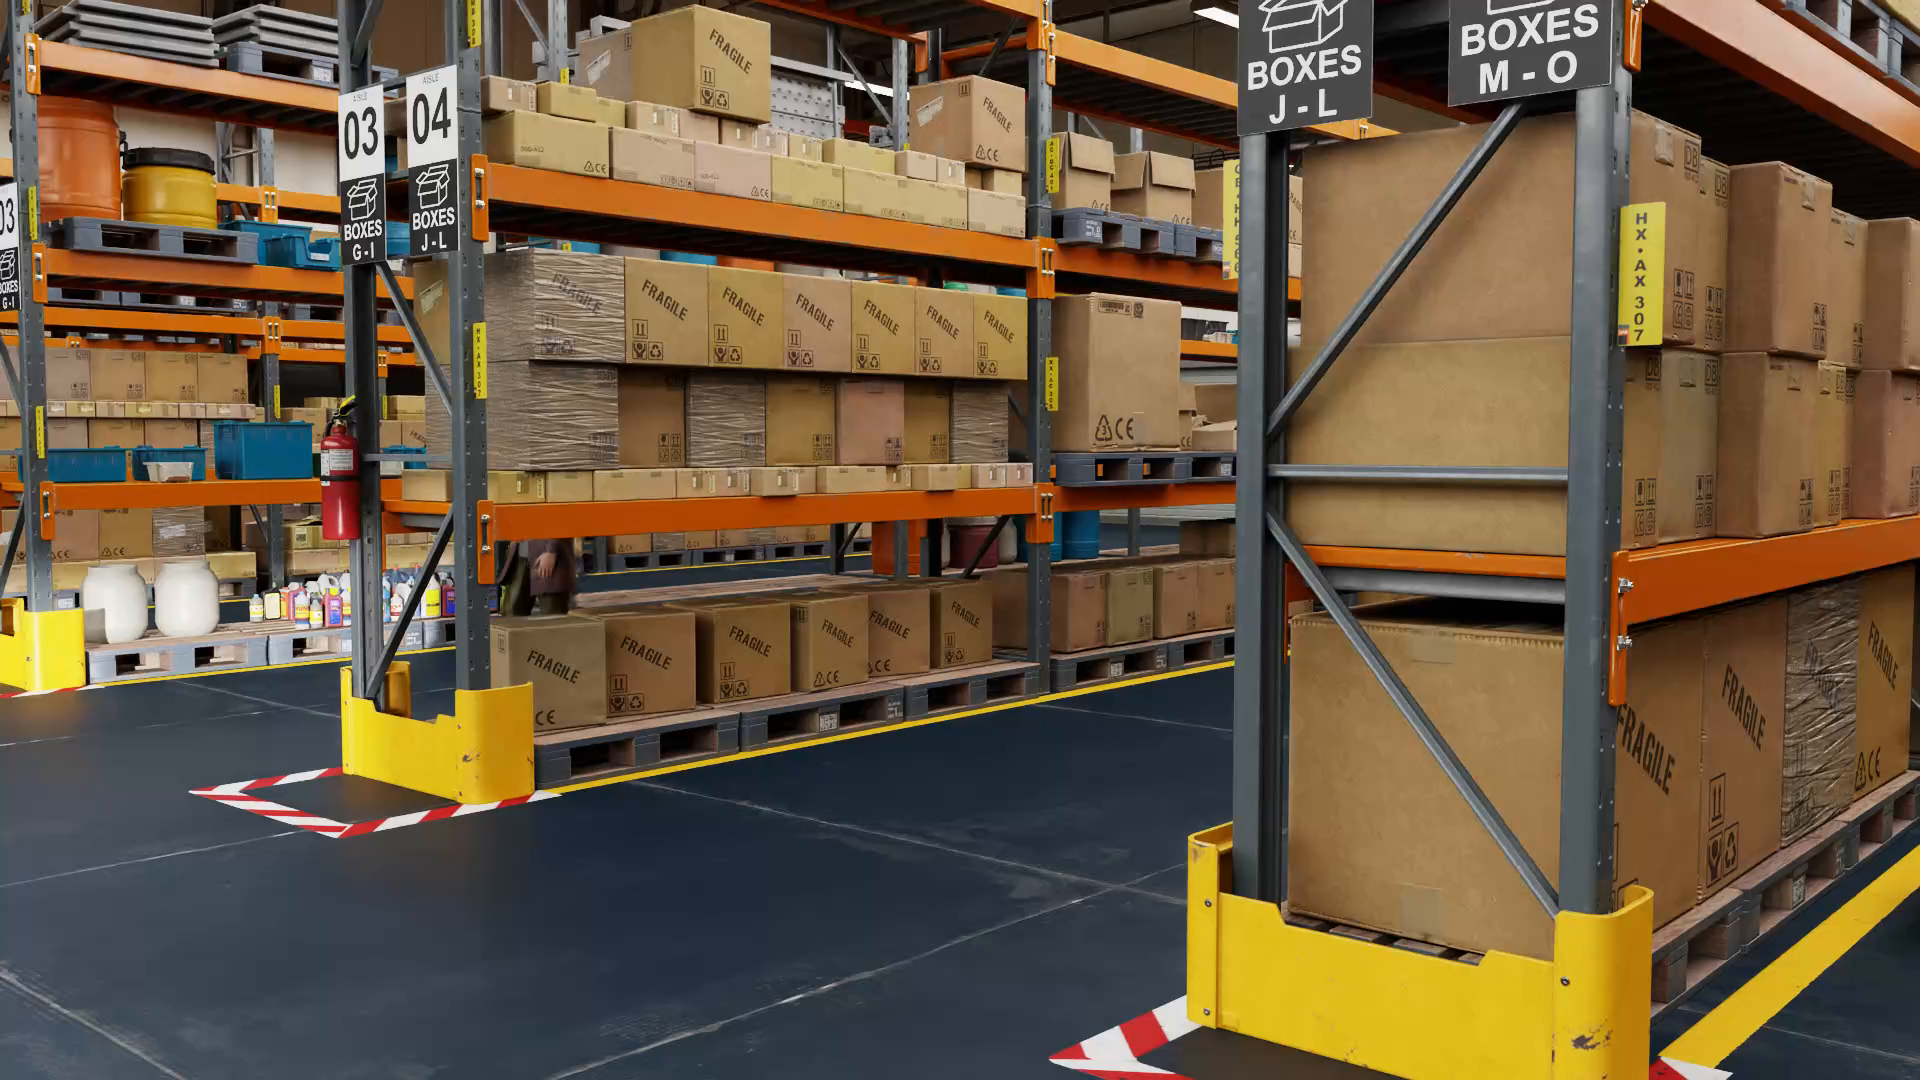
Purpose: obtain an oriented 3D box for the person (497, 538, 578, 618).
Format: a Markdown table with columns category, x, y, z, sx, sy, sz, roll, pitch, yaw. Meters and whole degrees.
| category | x | y | z | sx | sy | sz | roll | pitch | yaw |
| --- | --- | --- | --- | --- | --- | --- | --- | --- | --- |
| person | -2.492 | 0.086 | 10.144 | 0.562 | 1.748 | 0.888 | 3 | 5 | 43 |
